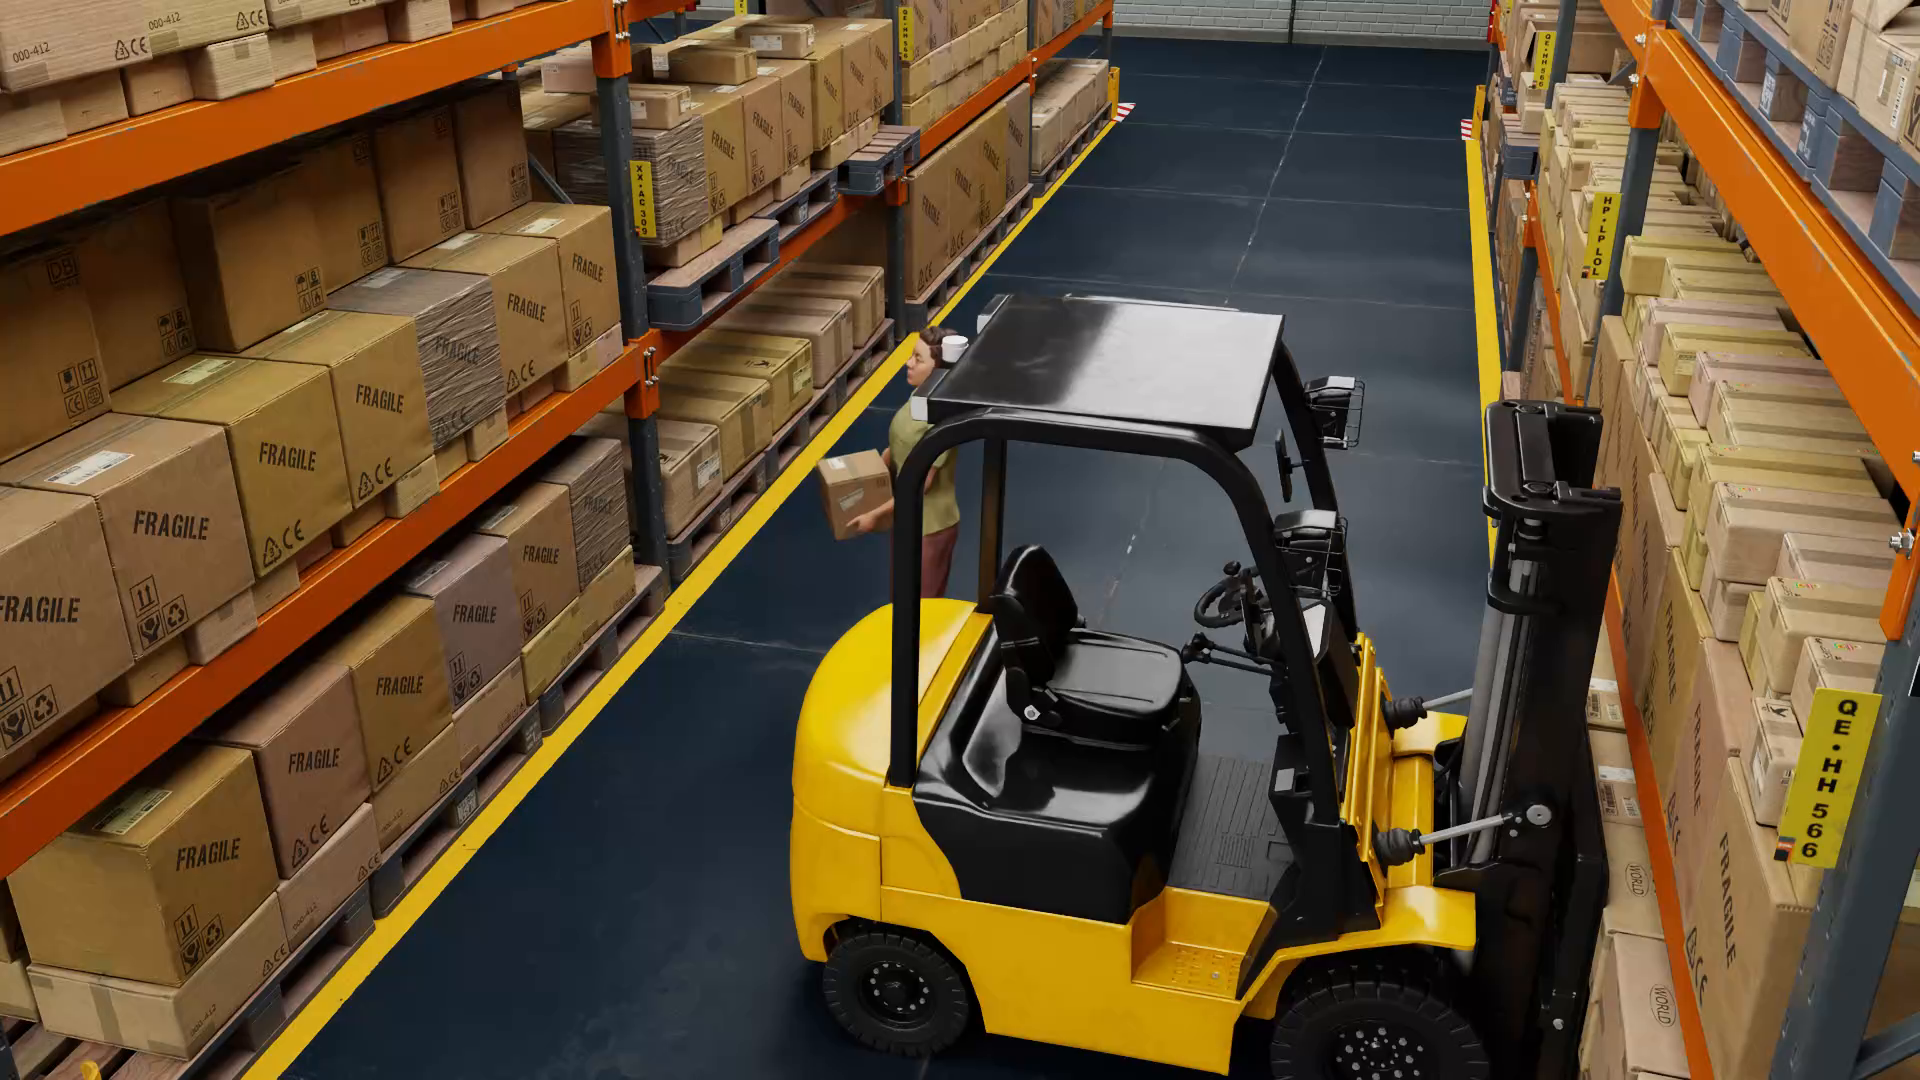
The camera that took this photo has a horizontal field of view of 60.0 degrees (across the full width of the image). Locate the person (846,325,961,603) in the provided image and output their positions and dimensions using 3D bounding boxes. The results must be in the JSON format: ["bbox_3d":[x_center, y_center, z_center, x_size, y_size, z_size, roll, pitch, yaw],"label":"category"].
[{"bbox_3d":[-0.212,-0.055,6.729,0.550,1.671,0.435,-7,26,-13],"label":"person"}]
